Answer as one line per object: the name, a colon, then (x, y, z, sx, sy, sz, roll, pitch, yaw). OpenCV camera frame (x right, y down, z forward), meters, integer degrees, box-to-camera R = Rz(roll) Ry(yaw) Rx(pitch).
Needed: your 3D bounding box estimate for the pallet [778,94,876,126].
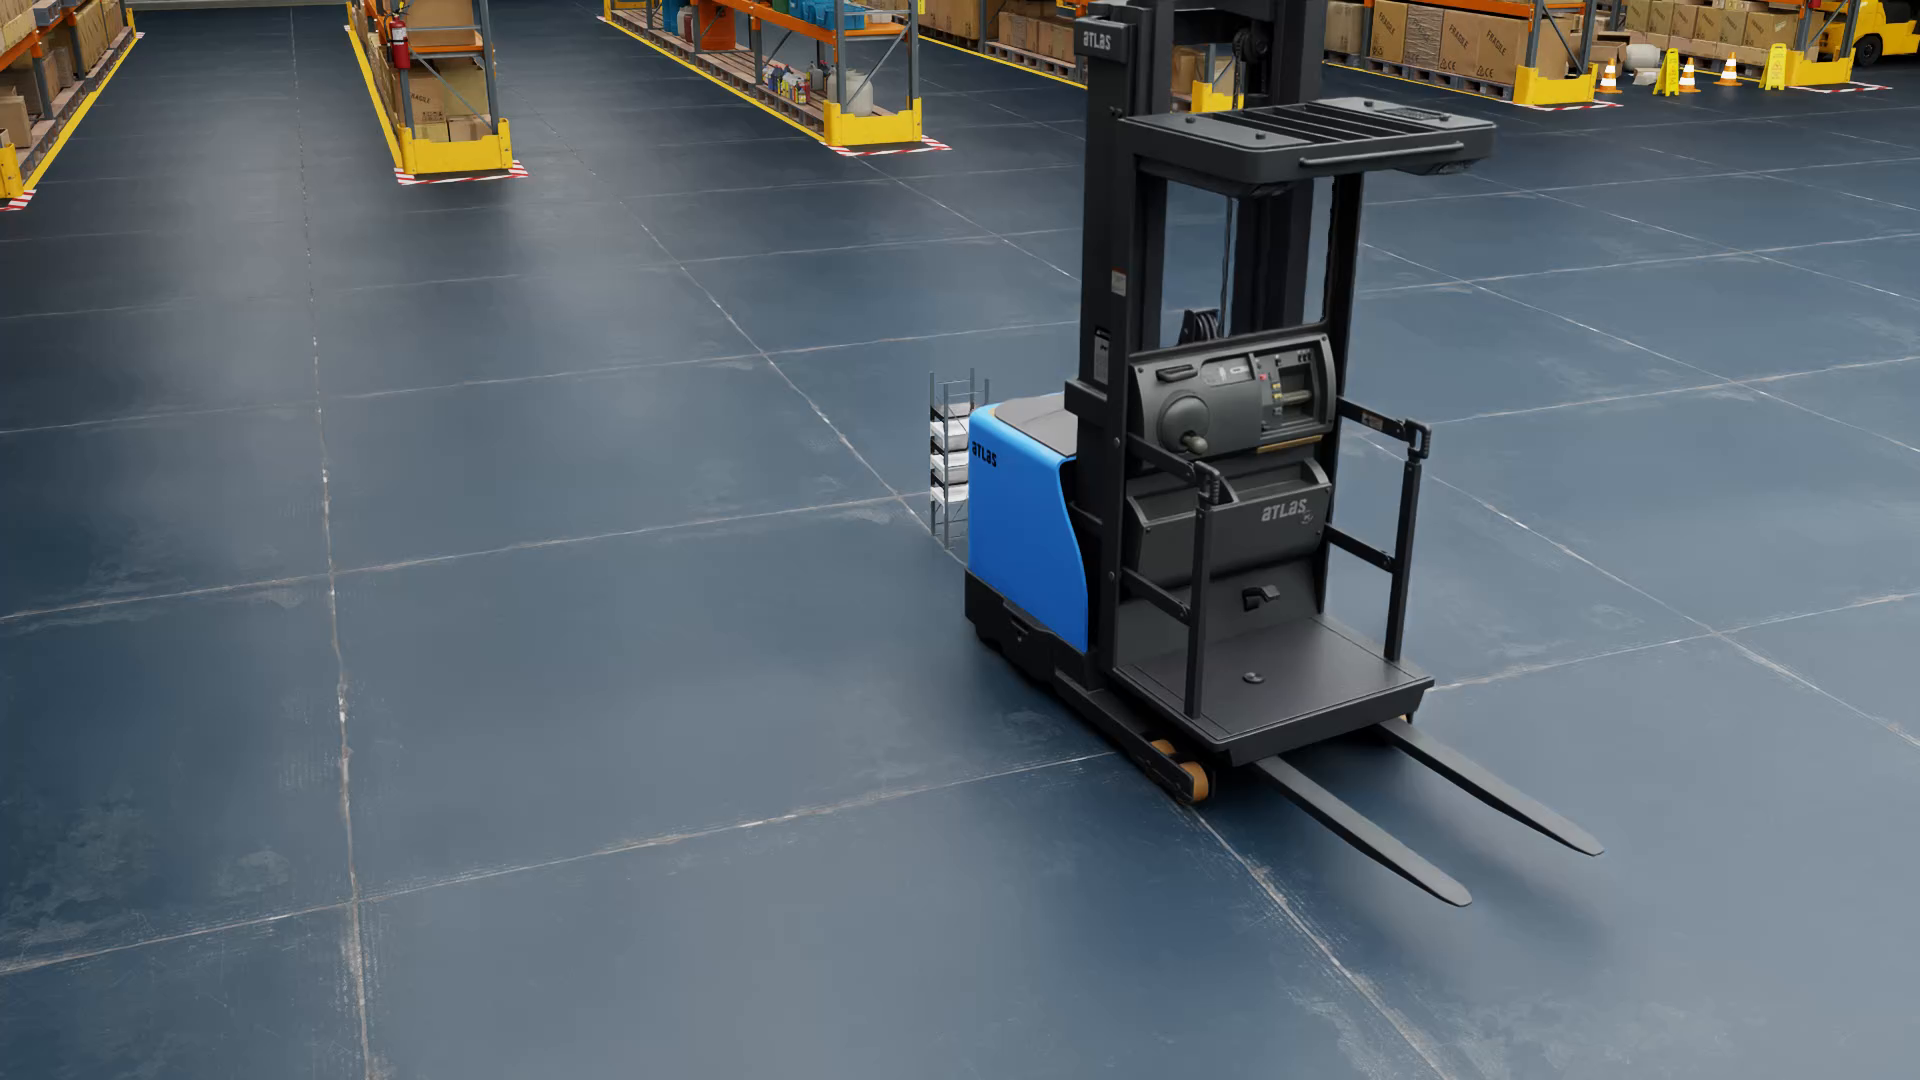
pallet: (-1.768, -5.701, 22.004, 1.003, 0.211, 1.213, -8, 24, -19)

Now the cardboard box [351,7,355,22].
cardboard box: (-11.172, -9.879, 31.301, 0.500, 0.250, 0.500, -8, 24, -19)

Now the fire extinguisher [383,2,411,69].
fire extinguisher: (-6.016, -5.406, 17.813, 0.296, 0.674, 0.183, -8, 24, -19)

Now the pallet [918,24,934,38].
pallet: (-0.250, -9.711, 31.518, 1.003, 0.211, 1.213, -8, 24, -19)

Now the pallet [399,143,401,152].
pallet: (-5.932, -4.535, 19.238, 1.003, 0.211, 1.213, -8, 24, -19)

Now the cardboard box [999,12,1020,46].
cardboard box: (1.075, -8.623, 27.998, 0.700, 0.500, 0.500, -10, 25, -22)

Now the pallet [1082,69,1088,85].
pallet: (2.503, -6.835, 24.695, 1.003, 0.211, 1.213, -8, 24, -19)

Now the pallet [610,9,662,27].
pallet: (-6.385, -10.450, 33.271, 1.003, 0.211, 1.213, -8, 24, -19)

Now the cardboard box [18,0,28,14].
cardboard box: (-11.031, -6.296, 19.028, 0.500, 0.500, 0.500, -8, 24, -19)

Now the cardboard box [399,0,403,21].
cardboard box: (-6.136, -6.137, 19.319, 0.700, 0.500, 0.500, -8, 24, -19)

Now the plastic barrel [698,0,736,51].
plastic barrel: (-4.003, -8.502, 27.313, 0.600, 0.830, 0.708, -8, 24, -19)

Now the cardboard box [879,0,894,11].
cardboard box: (-1.069, -11.058, 33.319, 0.875, 0.875, 0.875, -8, 24, -19)

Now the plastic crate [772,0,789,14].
plastic crate: (-2.185, -7.050, 21.887, 0.450, 0.188, 0.662, -8, 24, -19)

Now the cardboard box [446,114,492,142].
cardboard box: (-5.604, -4.700, 19.038, 0.500, 0.250, 0.500, -8, 24, -19)

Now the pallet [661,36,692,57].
pallet: (-4.559, -8.571, 28.814, 1.003, 0.211, 1.213, -8, 24, -19)

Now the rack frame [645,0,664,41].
rack frame: (-5.227, -10.586, 30.005, 1.000, 3.000, 0.127, -8, 24, -19)

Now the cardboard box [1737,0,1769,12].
cardboard box: (12.197, -8.216, 25.580, 0.380, 0.149, 0.250, -8, 24, -17)

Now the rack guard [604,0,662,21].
rack guard: (-6.661, -10.895, 33.955, 1.175, 0.500, 0.348, -8, 24, -19)

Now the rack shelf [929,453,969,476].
rack shelf: (-0.003, -0.387, 8.595, 0.258, 0.077, 0.200, -8, 24, -19)

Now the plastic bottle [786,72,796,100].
plastic bottle: (-2.221, -6.021, 22.017, 0.144, 0.351, 0.185, -7, 24, -17)

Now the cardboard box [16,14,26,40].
cardboard box: (-10.858, -5.767, 18.738, 0.500, 0.250, 0.500, -8, 24, -19)

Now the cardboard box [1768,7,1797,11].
cardboard box: (12.693, -8.066, 26.060, 0.500, 0.500, 0.500, -9, 25, -21)

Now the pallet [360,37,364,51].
pallet: (-10.104, -8.873, 29.530, 1.003, 0.211, 1.213, -8, 24, -19)

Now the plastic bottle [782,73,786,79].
plastic bottle: (-2.350, -6.158, 22.445, 0.097, 0.271, 0.097, 0, 23, 0)

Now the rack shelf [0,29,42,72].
rack shelf: (-10.962, -5.262, 18.299, 1.077, 0.370, 4.000, -8, 24, -19)

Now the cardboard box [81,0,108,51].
cardboard box: (-14.144, -8.212, 26.598, 0.750, 0.750, 0.750, -8, 24, -18)

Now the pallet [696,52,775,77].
pallet: (-3.576, -7.561, 26.418, 1.003, 0.211, 1.213, -8, 24, -19)

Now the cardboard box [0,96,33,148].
cardboard box: (-10.830, -4.662, 18.601, 0.700, 0.500, 0.500, -10, 25, -22)

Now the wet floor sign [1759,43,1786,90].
wet floor sign: (11.983, -6.965, 24.444, 0.267, 0.644, 0.232, 0, 23, -1)

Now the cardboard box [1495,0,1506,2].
cardboard box: (7.934, -7.944, 23.543, 0.875, 0.550, 0.550, -8, 24, -19)

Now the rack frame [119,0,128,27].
rack frame: (-15.908, -10.680, 30.228, 1.000, 3.000, 0.127, -8, 24, -19)

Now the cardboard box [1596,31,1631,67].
cardboard box: (10.609, -7.992, 27.065, 0.500, 0.500, 0.500, 8, 24, 18)

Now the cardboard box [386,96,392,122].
cardboard box: (-6.812, -5.353, 20.588, 0.500, 0.250, 0.500, -8, 24, -19)

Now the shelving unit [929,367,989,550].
shelving unit: (-0.003, -0.418, 8.582, 0.258, 0.900, 0.210, -8, 24, -19)

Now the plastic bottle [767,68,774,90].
plastic bottle: (-2.558, -6.338, 22.865, 0.152, 0.276, 0.135, -7, 24, -17)

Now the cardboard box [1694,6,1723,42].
cardboard box: (12.031, -8.166, 26.297, 0.500, 0.500, 0.500, -9, 24, -20)

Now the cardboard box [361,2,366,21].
cardboard box: (-9.388, -8.550, 26.860, 0.500, 0.250, 0.500, -9, 24, -20)

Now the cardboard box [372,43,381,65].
cardboard box: (-7.985, -6.847, 23.410, 0.500, 0.311, 0.500, -9, 24, -20)

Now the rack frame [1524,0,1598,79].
rack frame: (8.322, -7.550, 22.800, 1.000, 3.000, 0.127, -8, 24, -19)

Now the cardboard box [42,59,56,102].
cardboard box: (-12.317, -6.008, 21.795, 0.700, 0.500, 0.500, -8, 24, -18)

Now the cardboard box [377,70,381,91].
cardboard box: (-7.812, -6.409, 23.092, 0.500, 0.250, 0.500, -8, 24, -18)

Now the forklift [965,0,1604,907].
forklift: (1.175, -0.539, 6.256, 1.130, 2.935, 3.031, -12, 26, -26)

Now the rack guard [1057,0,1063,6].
rack guard: (2.696, -12.184, 37.013, 1.175, 0.500, 0.348, -8, 24, -19)

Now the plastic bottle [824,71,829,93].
plastic bottle: (-1.809, -6.226, 22.590, 0.061, 0.283, 0.133, -8, 24, -19)

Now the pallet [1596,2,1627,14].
pallet: (14.078, -11.289, 35.262, 1.003, 0.211, 1.213, -8, 24, -19)

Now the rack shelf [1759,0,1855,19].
rack shelf: (12.210, -8.661, 26.362, 1.077, 0.370, 4.000, -8, 24, -19)

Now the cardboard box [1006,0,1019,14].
cardboard box: (1.085, -8.970, 27.856, 0.500, 0.250, 0.500, -7, 24, -17)

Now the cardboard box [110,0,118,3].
cardboard box: (-15.261, -9.666, 29.664, 0.380, 0.149, 0.250, -8, 24, -18)

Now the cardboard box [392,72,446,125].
cardboard box: (-6.091, -4.974, 18.723, 0.500, 0.500, 0.500, -8, 24, -19)

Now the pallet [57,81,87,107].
pallet: (-12.807, -6.205, 23.199, 1.003, 0.211, 1.213, -8, 24, -19)

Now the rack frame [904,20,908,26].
rack frame: (-0.593, -11.266, 31.617, 1.000, 3.000, 0.127, -8, 24, -19)

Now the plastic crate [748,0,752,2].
plastic crate: (-2.858, -7.843, 23.414, 0.402, 0.464, 0.583, -8, 24, -19)

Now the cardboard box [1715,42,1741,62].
cardboard box: (12.204, -7.638, 26.009, 0.500, 0.250, 0.500, -8, 24, -19)

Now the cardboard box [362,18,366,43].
cardboard box: (-9.720, -8.557, 27.843, 0.500, 0.500, 0.500, -8, 24, -18)
